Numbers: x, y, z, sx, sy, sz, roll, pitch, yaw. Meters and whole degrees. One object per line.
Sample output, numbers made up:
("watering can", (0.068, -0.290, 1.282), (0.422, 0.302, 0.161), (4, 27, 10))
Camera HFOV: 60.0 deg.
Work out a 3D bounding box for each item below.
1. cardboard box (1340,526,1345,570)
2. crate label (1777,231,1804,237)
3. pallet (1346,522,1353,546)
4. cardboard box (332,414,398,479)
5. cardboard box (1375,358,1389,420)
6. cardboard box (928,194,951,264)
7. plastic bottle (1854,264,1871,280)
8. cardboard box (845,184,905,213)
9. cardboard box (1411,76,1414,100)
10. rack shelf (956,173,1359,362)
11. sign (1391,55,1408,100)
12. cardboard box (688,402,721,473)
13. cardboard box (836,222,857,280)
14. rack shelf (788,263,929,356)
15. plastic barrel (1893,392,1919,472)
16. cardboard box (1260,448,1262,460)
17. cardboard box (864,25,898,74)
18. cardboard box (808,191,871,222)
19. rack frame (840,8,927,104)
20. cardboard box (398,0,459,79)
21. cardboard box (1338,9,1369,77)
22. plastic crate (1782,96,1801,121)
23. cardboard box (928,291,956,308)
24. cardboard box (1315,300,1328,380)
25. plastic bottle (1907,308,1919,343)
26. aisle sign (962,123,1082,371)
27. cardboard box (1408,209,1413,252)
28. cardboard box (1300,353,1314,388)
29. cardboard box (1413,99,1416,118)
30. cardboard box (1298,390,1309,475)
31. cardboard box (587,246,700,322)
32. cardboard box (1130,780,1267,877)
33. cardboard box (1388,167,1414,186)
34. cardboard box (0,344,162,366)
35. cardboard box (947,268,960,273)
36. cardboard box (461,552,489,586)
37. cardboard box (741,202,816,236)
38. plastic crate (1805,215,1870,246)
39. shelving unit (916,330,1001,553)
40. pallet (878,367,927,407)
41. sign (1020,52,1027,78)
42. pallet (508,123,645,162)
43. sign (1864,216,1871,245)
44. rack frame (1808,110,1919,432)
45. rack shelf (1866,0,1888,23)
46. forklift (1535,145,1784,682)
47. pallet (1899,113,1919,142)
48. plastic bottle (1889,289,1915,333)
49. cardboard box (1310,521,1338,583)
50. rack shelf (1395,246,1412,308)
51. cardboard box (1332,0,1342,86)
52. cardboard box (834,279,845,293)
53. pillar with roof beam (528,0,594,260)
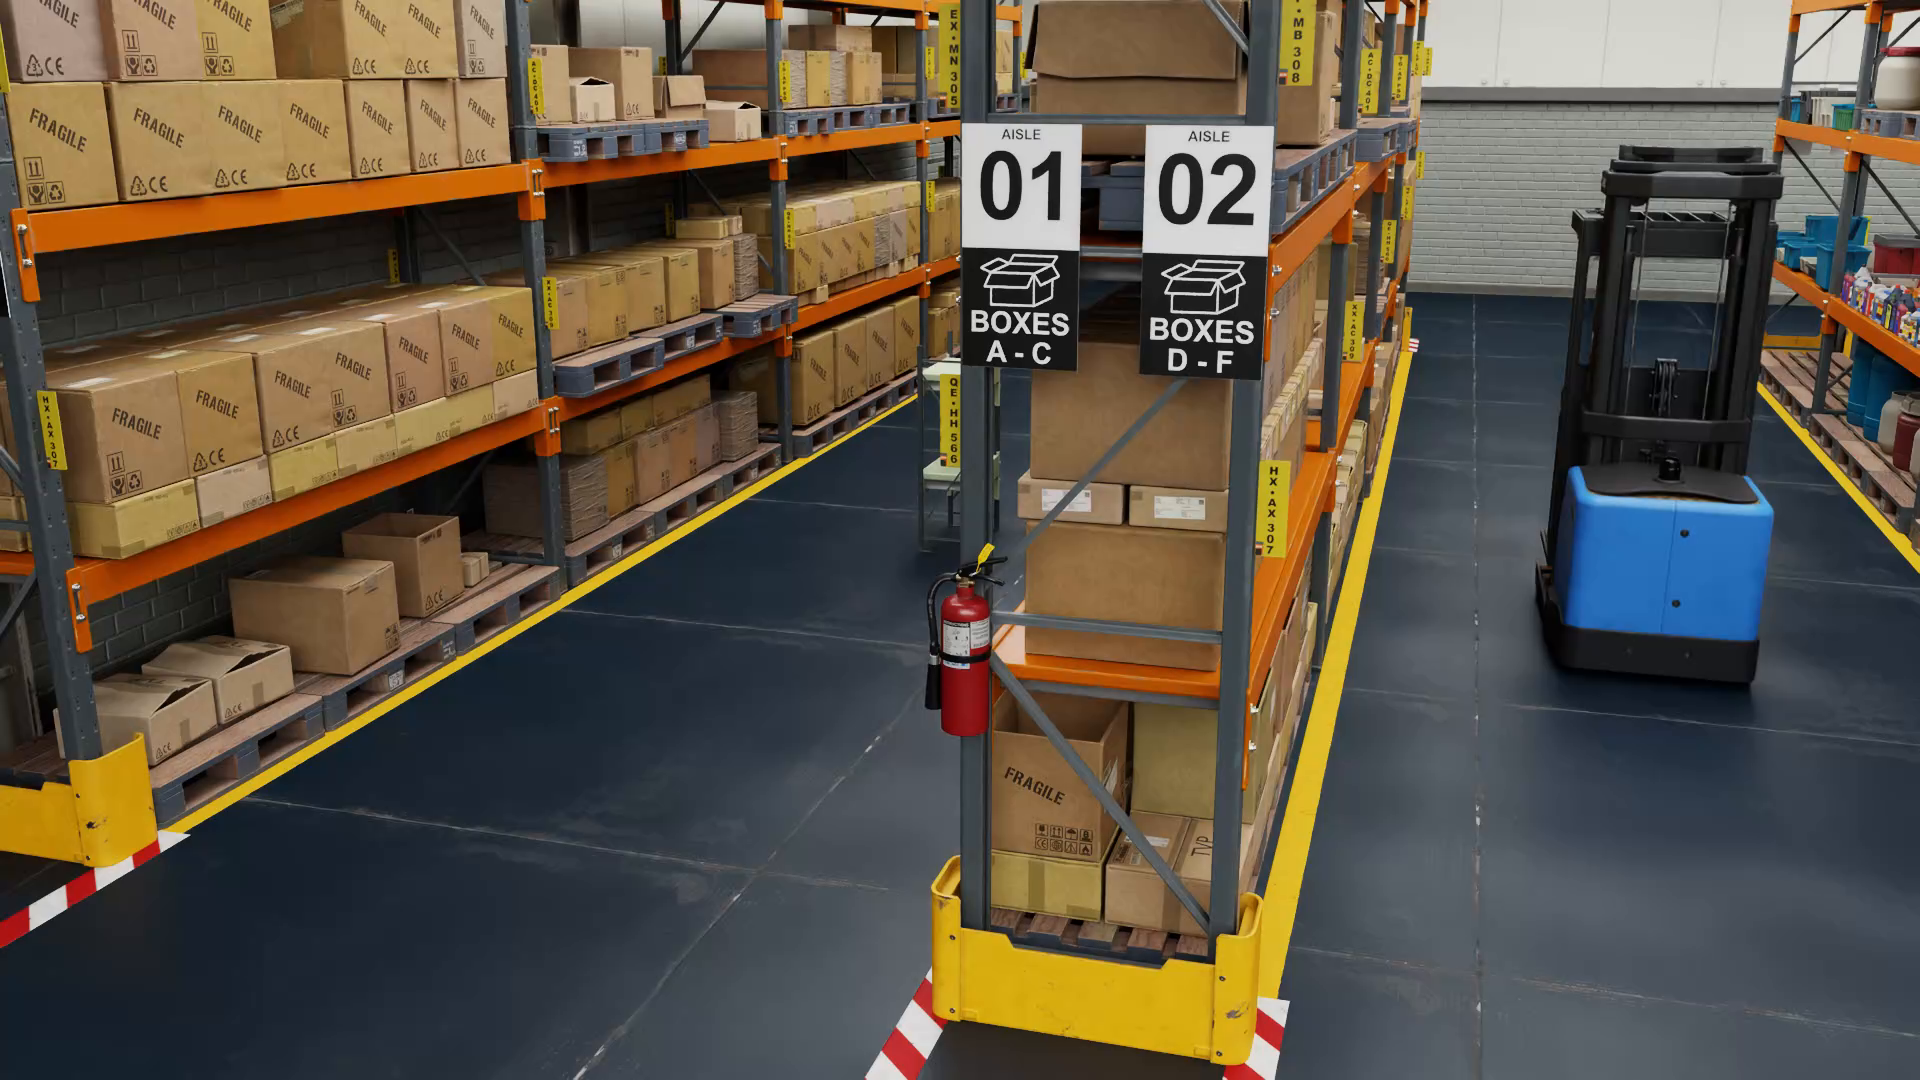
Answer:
("cardboard box", (2.276, 0.026, 11.009), (0.500, 0.250, 0.500), (4, 16, 14))
("crate label", (9.406, -3.402, 19.025), (0.416, 0.233, 0.303), (5, 16, 16))
("pallet", (2.499, -0.231, 12.758), (1.003, 0.211, 1.213), (5, 16, 16))
("cardboard box", (-3.381, -0.518, 8.896), (0.500, 0.250, 0.500), (5, 17, 16))
("cardboard box", (3.750, -1.430, 15.647), (0.500, 0.500, 0.500), (5, 17, 17))
("cardboard box", (-0.674, -3.500, 18.622), (0.980, 0.700, 0.700), (5, 17, 17))
("plastic bottle", (8.232, -2.345, 15.192), (0.144, 0.351, 0.185), (5, 16, 16))
("cardboard box", (-0.886, -3.501, 17.038), (0.500, 0.250, 0.500), (5, 17, 17))
("cardboard box", (4.423, -4.682, 17.201), (0.500, 0.250, 0.500), (5, 16, 16))
("rack shelf", (1.065, -1.312, 7.281), (1.077, 0.370, 4.000), (5, 16, 16))
("sign", (3.300, -3.470, 12.477), (0.100, 0.325, 0.005), (5, 16, 16))
("cardboard box", (-2.393, -0.859, 13.637), (0.700, 0.500, 0.500), (5, 16, 16))
("cardboard box", (-1.297, -2.743, 15.736), (0.500, 0.500, 0.500), (5, 16, 16))
("rack shelf", (-1.412, -2.346, 16.420), (1.077, 0.370, 4.000), (5, 16, 16))
("plastic barrel", (7.962, -0.867, 13.538), (0.600, 0.588, 0.708), (5, 16, 16))
("cardboard box", (0.959, -0.273, 6.422), (0.380, 0.149, 0.250), (5, 16, 16))
("cardboard box", (-0.869, -5.398, 18.313), (0.500, 0.500, 0.500), (4, 16, 15))
("cardboard box", (-1.175, -3.235, 16.097), (0.500, 0.250, 0.500), (4, 16, 15))
("rack frame", (-0.844, -6.101, 17.348), (1.000, 3.000, 0.127), (5, 16, 16))
("cardboard box", (-3.146, -2.807, 9.178), (0.500, 0.500, 0.500), (6, 17, 19))
("cardboard box", (2.900, -3.871, 12.968), (0.500, 0.500, 0.500), (5, 16, 16))
("plastic crate", (9.415, -4.794, 18.477), (0.497, 0.269, 0.590), (5, 16, 16))
("cardboard box", (-0.261, -2.790, 19.290), (0.380, 0.149, 0.250), (5, 17, 18))
("cardboard box", (2.309, -1.393, 11.561), (0.500, 0.500, 0.500), (4, 16, 13))
("plastic bottle", (7.450, -1.668, 12.950), (0.097, 0.271, 0.097), (0, 16, 0))
("aisle sign", (0.196, -0.949, 5.412), (0.394, 0.787, 0.004), (5, 16, 16))
("cardboard box", (5.033, -3.652, 19.525), (0.500, 0.500, 0.500), (5, 17, 16))
("cardboard box", (1.617, -0.878, 8.556), (0.380, 0.149, 0.250), (4, 16, 14))
("cardboard box", (4.710, -4.703, 18.191), (0.500, 0.250, 0.500), (5, 16, 16))
("cardboard box", (1.513, -0.670, 9.012), (0.700, 0.500, 0.500), (4, 16, 14))
("cardboard box", (-2.437, -1.977, 12.812), (0.700, 0.500, 0.500), (5, 16, 16))
("cardboard box", (1.001, 1.174, 6.961), (0.500, 0.250, 0.500), (5, 16, 16))
("cardboard box", (4.749, -3.867, 18.450), (0.500, 0.500, 0.500), (5, 17, 18))
("cardboard box", (-4.171, -0.644, 7.968), (0.500, 0.500, 0.500), (5, 17, 17))
("cardboard box", (0.034, -3.430, 21.549), (0.380, 0.149, 0.250), (5, 17, 16))
("cardboard box", (-3.241, 0.172, 10.613), (0.380, 0.166, 0.250), (2, 16, 9))
("cardboard box", (-1.596, -2.836, 14.693), (0.500, 0.250, 0.500), (5, 17, 17))
("plastic crate", (9.875, -3.437, 18.775), (0.616, 0.435, 0.499), (5, 16, 16))
("shelving unit", (-0.002, -0.720, 12.119), (0.431, 1.500, 0.755), (5, 16, 16))
("pallet", (-0.991, -1.666, 17.815), (1.003, 0.211, 1.213), (5, 16, 16))
("sign", (0.809, -6.047, 21.176), (0.100, 0.325, 0.005), (5, 16, 16))
("pallet", (-2.840, -2.628, 10.944), (1.213, 0.211, 1.003), (5, 16, 16))
("sign", (10.323, -3.533, 18.990), (0.100, 0.325, 0.005), (5, 16, 16))
("rack frame", (8.655, -2.447, 15.458), (1.000, 3.000, 0.127), (5, 16, 16))
("rack shelf", (8.086, -4.271, 12.948), (1.077, 0.370, 4.000), (5, 16, 16))
("forklift", (4.336, -0.976, 10.399), (1.130, 2.935, 3.031), (4, 16, 15))
("pallet", (8.206, -3.289, 13.278), (1.003, 0.211, 1.213), (5, 16, 16))
("plastic bottle", (7.634, -1.853, 13.455), (0.144, 0.351, 0.185), (5, 16, 16))
("cardboard box", (1.989, 0.023, 9.991), (0.500, 0.311, 0.500), (5, 16, 16))
("rack shelf", (4.475, -3.009, 18.759), (1.077, 0.370, 4.000), (5, 16, 16))
("cardboard box", (1.986, -2.982, 9.978), (0.500, 0.500, 0.500), (6, 17, 21))
("cardboard box", (-1.326, -2.464, 15.944), (0.380, 0.149, 0.250), (5, 17, 17))
("pillar with roof beam", (0.948, -4.448, 11.519), (9.100, 9.000, 0.400), (5, 16, 16))
